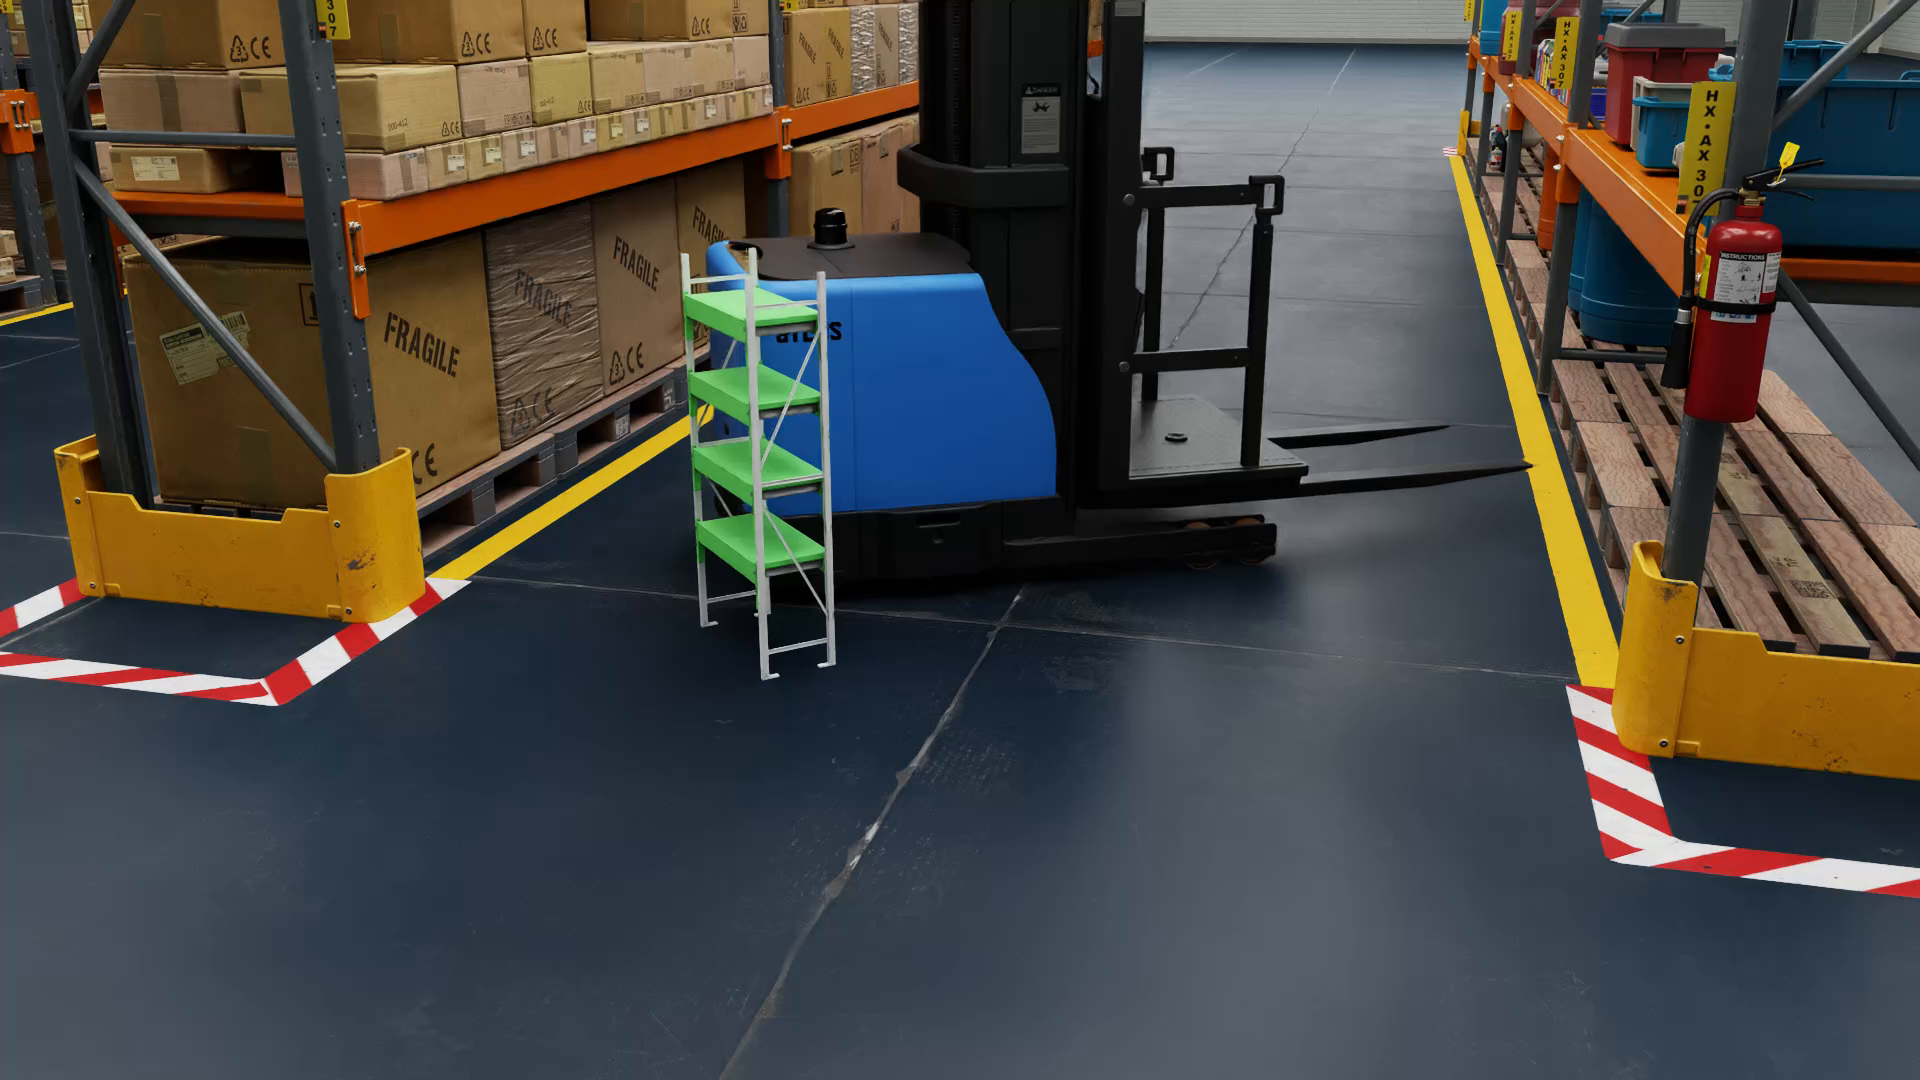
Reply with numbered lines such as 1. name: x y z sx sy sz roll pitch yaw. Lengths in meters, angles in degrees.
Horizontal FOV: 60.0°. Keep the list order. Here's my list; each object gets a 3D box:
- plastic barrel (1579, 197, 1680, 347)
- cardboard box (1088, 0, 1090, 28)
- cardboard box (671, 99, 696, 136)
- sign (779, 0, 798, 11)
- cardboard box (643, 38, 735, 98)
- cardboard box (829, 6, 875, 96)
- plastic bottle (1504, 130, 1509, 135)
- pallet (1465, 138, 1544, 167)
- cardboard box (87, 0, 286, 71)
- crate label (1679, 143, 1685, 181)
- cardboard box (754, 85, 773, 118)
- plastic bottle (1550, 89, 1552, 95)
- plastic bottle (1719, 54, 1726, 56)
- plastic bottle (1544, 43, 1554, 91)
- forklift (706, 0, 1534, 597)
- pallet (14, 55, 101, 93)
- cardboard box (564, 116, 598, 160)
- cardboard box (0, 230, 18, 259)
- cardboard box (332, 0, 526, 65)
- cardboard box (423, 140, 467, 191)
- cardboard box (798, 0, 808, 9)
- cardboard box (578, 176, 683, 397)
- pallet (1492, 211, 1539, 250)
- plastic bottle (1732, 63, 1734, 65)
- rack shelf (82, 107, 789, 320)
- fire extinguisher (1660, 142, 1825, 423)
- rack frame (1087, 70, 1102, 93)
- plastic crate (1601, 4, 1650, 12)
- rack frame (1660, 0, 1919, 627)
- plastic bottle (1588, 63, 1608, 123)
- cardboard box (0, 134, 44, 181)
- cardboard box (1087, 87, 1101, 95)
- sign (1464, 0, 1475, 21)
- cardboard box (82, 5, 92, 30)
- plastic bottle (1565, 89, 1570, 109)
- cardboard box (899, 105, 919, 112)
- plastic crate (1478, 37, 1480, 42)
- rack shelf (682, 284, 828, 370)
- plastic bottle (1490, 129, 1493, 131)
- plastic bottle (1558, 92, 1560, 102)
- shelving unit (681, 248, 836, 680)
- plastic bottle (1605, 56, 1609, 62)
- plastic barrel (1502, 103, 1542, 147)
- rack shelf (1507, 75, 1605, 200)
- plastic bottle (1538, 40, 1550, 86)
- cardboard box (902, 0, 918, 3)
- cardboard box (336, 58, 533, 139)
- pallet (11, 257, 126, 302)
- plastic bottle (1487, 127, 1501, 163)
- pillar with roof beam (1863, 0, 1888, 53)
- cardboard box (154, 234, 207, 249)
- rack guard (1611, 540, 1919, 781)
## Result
1. plastic barrel: 3.524 -1.488 8.500 0.600 0.901 0.708 5 19 13
2. cardboard box: 0.853 -5.490 17.005 0.875 0.500 0.500 5 19 13
3. cardboard box: -1.436 -1.941 7.619 0.380 0.149 0.250 5 19 14
4. sign: -0.890 -2.908 8.599 0.100 0.325 0.005 5 19 13
5. cardboard box: -1.406 -2.253 7.914 0.500 0.250 0.500 5 20 15
6. cardboard box: -0.829 -2.990 10.148 0.500 0.500 0.500 4 19 12
7. plastic bottle: 5.480 -3.972 16.697 0.061 0.283 0.133 5 19 13
8. pallet: 6.130 -4.273 18.371 1.003 0.211 1.213 5 19 13
9. cardboard box: -2.541 -1.849 5.571 0.500 0.500 0.500 5 19 14
10. crate label: 2.550 -1.212 5.410 0.396 0.136 0.243 5 19 13
11. cardboard box: -1.185 -2.264 8.564 0.380 0.149 0.250 5 19 14
12. plastic bottle: 3.596 -2.800 9.943 0.097 0.271 0.097 0 19 0
13. plastic bottle: 4.140 -2.532 9.153 0.152 0.276 0.135 5 19 13
14. plastic bottle: 3.687 -2.946 10.352 0.061 0.283 0.133 5 19 13
15. forklift: 0.636 -1.440 5.870 3.031 2.935 1.130 -5 19 -14
16. pallet: -5.885 -3.065 10.817 1.003 0.211 1.213 5 19 13
17. cardboard box: -1.687 -1.620 6.679 0.380 0.149 0.250 4 19 13
18. cardboard box: -5.982 -1.794 10.101 0.380 0.149 0.250 5 20 14
19. cardboard box: -1.904 -1.961 5.900 0.500 0.500 0.500 4 19 12
20. cardboard box: -1.937 -1.297 5.734 0.380 0.149 0.250 4 19 13
21. cardboard box: -1.280 -3.227 9.288 0.797 0.503 0.637 4 19 12
22. cardboard box: -1.887 -1.215 7.741 0.875 0.875 0.875 5 19 13
23. pallet: 4.579 -2.287 12.557 1.003 0.211 1.213 5 19 13
24. plastic bottle: 3.947 -2.284 8.426 0.152 0.276 0.135 5 19 13
25. rack shelf: -1.917 -1.537 7.160 1.077 0.370 4.000 5 19 13
26. fire extinguisher: 1.920 -0.635 4.102 0.296 0.674 0.183 5 19 13
27. rack frame: 1.504 -6.265 19.890 1.000 3.000 0.127 5 19 13
28. plastic crate: 5.044 -3.879 12.806 0.402 0.464 0.583 5 19 13
29. rack frame: 2.397 -0.859 4.063 1.000 3.000 0.127 5 19 13
30. plastic bottle: 3.158 -2.203 8.190 0.152 0.276 0.135 5 19 13
31. cardboard box: -6.276 -2.552 11.075 0.500 0.250 0.500 4 19 12
32. cardboard box: 1.335 -5.087 19.657 0.500 0.500 0.500 9 21 23
33. sign: 5.774 -6.050 18.832 0.100 0.325 0.005 5 19 13
34. cardboard box: -5.609 -3.317 10.536 0.380 0.149 0.250 4 19 12
35. plastic bottle: 3.370 -2.476 8.988 0.152 0.276 0.135 5 19 13
36. cardboard box: -0.640 -2.737 12.196 1.225 0.875 0.875 4 19 11
37. plastic crate: 5.481 -5.025 16.666 0.530 0.136 0.437 5 19 13
38. rack shelf: -0.609 -0.632 4.895 0.258 0.148 0.480 -11 21 -28
39. plastic bottle: 5.404 -4.045 16.931 0.097 0.271 0.097 0 19 0
40. plastic bottle: 3.461 -2.594 9.449 0.097 0.201 0.097 0 19 0
41. shelving unit: -0.609 -0.239 5.030 0.258 1.200 0.503 -11 21 -28
42. plastic bottle: 3.496 -2.470 8.977 0.097 0.271 0.097 0 19 0
43. plastic barrel: 6.098 -4.526 17.998 0.421 0.512 0.421 0 19 0
44. rack shelf: 3.863 -2.400 9.685 1.077 0.370 4.000 5 19 13
45. plastic bottle: 3.808 -3.102 10.810 0.061 0.283 0.133 5 19 13
46. cardboard box: -0.645 -4.052 11.704 0.797 0.503 0.637 5 20 15
47. cardboard box: -1.906 -1.613 6.041 0.500 0.250 0.500 4 19 13
48. pallet: -6.024 -1.852 11.284 1.003 0.211 1.213 5 19 13
49. plastic bottle: 5.254 -3.860 16.265 0.144 0.351 0.185 4 19 11
50. pillar with roof beam: 19.737 -17.386 43.167 9.100 9.000 0.400 5 19 13
51. cardboard box: -5.648 -2.320 11.557 0.500 0.500 0.500 6 20 16
52. rack guard: 2.404 0.332 4.442 1.175 0.500 0.348 5 19 13
